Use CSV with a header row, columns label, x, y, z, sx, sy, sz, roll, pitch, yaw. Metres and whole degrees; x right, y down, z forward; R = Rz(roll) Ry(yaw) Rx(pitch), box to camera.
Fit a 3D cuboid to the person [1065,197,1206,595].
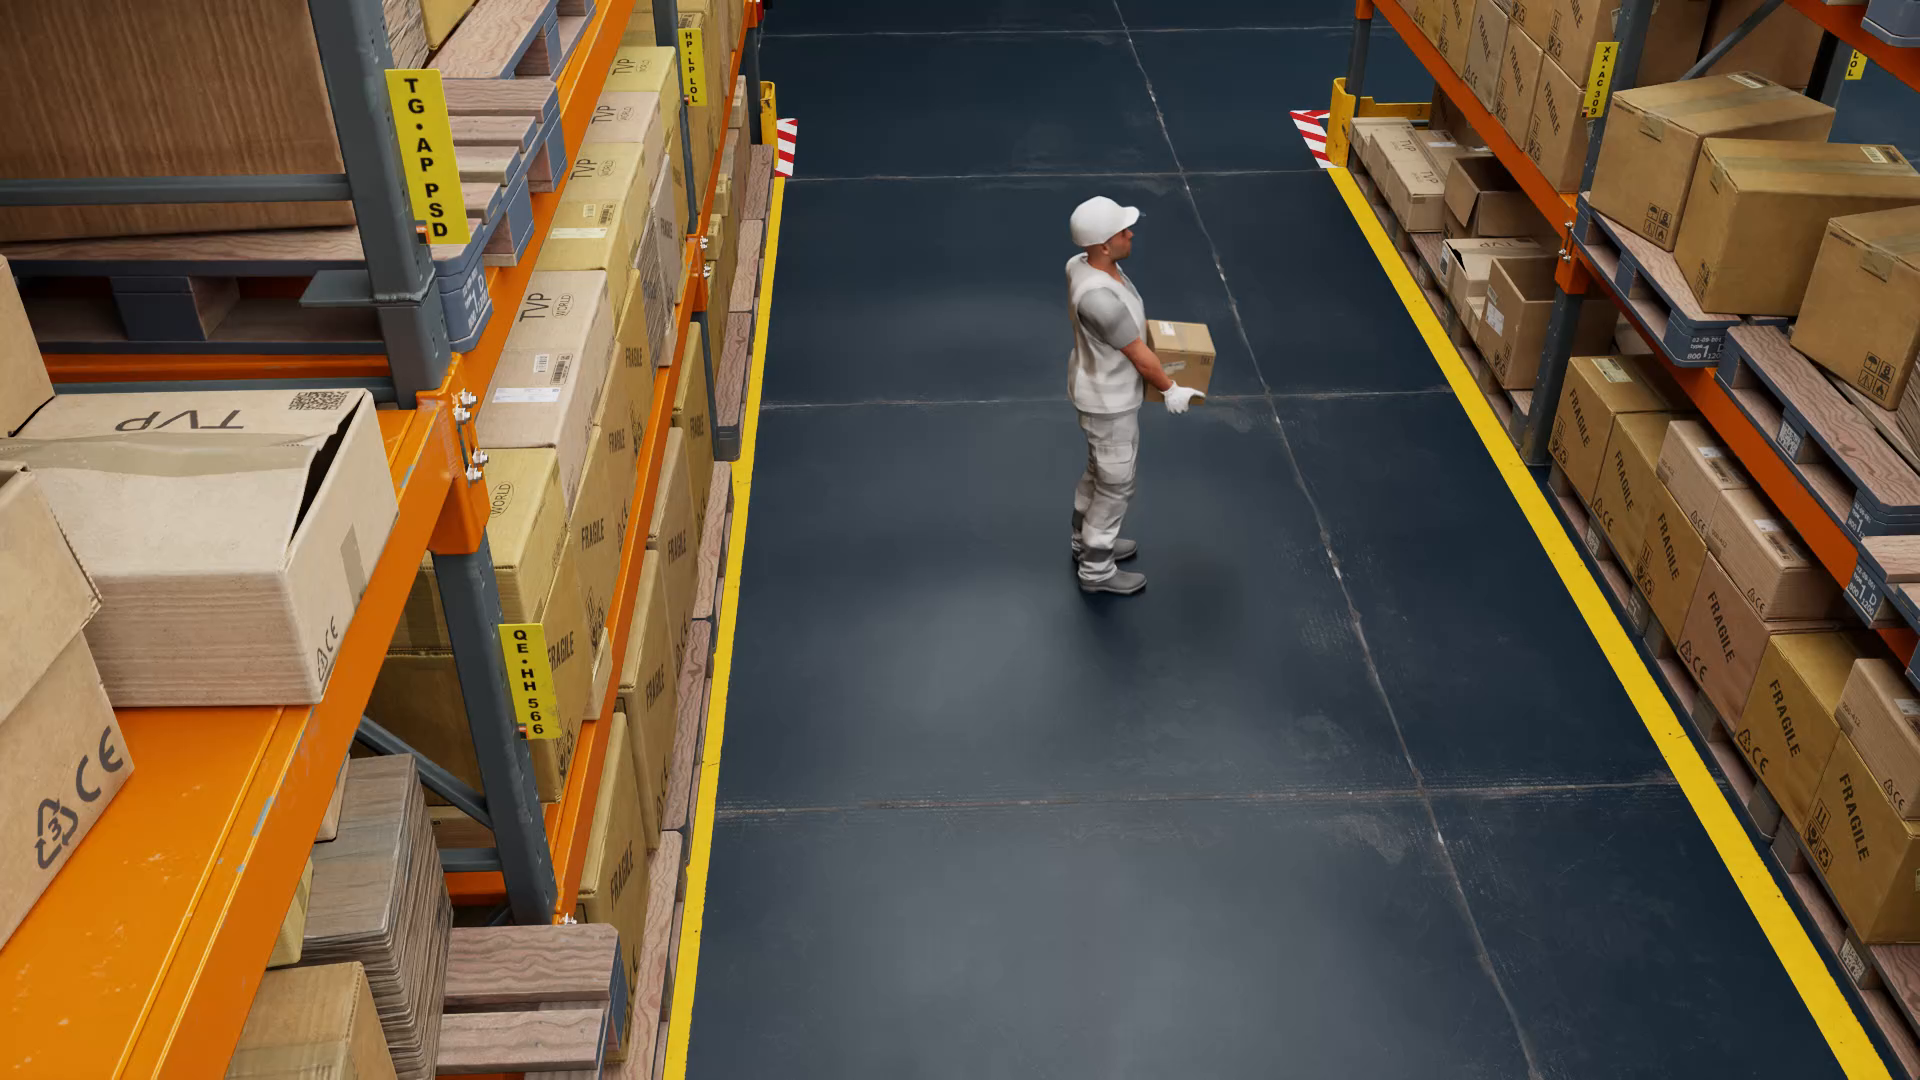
label,x,y,z,sx,sy,sz,roll,pitch,yaw
person,0.718,-0.601,6.991,0.572,1.782,0.493,-1,35,-2
